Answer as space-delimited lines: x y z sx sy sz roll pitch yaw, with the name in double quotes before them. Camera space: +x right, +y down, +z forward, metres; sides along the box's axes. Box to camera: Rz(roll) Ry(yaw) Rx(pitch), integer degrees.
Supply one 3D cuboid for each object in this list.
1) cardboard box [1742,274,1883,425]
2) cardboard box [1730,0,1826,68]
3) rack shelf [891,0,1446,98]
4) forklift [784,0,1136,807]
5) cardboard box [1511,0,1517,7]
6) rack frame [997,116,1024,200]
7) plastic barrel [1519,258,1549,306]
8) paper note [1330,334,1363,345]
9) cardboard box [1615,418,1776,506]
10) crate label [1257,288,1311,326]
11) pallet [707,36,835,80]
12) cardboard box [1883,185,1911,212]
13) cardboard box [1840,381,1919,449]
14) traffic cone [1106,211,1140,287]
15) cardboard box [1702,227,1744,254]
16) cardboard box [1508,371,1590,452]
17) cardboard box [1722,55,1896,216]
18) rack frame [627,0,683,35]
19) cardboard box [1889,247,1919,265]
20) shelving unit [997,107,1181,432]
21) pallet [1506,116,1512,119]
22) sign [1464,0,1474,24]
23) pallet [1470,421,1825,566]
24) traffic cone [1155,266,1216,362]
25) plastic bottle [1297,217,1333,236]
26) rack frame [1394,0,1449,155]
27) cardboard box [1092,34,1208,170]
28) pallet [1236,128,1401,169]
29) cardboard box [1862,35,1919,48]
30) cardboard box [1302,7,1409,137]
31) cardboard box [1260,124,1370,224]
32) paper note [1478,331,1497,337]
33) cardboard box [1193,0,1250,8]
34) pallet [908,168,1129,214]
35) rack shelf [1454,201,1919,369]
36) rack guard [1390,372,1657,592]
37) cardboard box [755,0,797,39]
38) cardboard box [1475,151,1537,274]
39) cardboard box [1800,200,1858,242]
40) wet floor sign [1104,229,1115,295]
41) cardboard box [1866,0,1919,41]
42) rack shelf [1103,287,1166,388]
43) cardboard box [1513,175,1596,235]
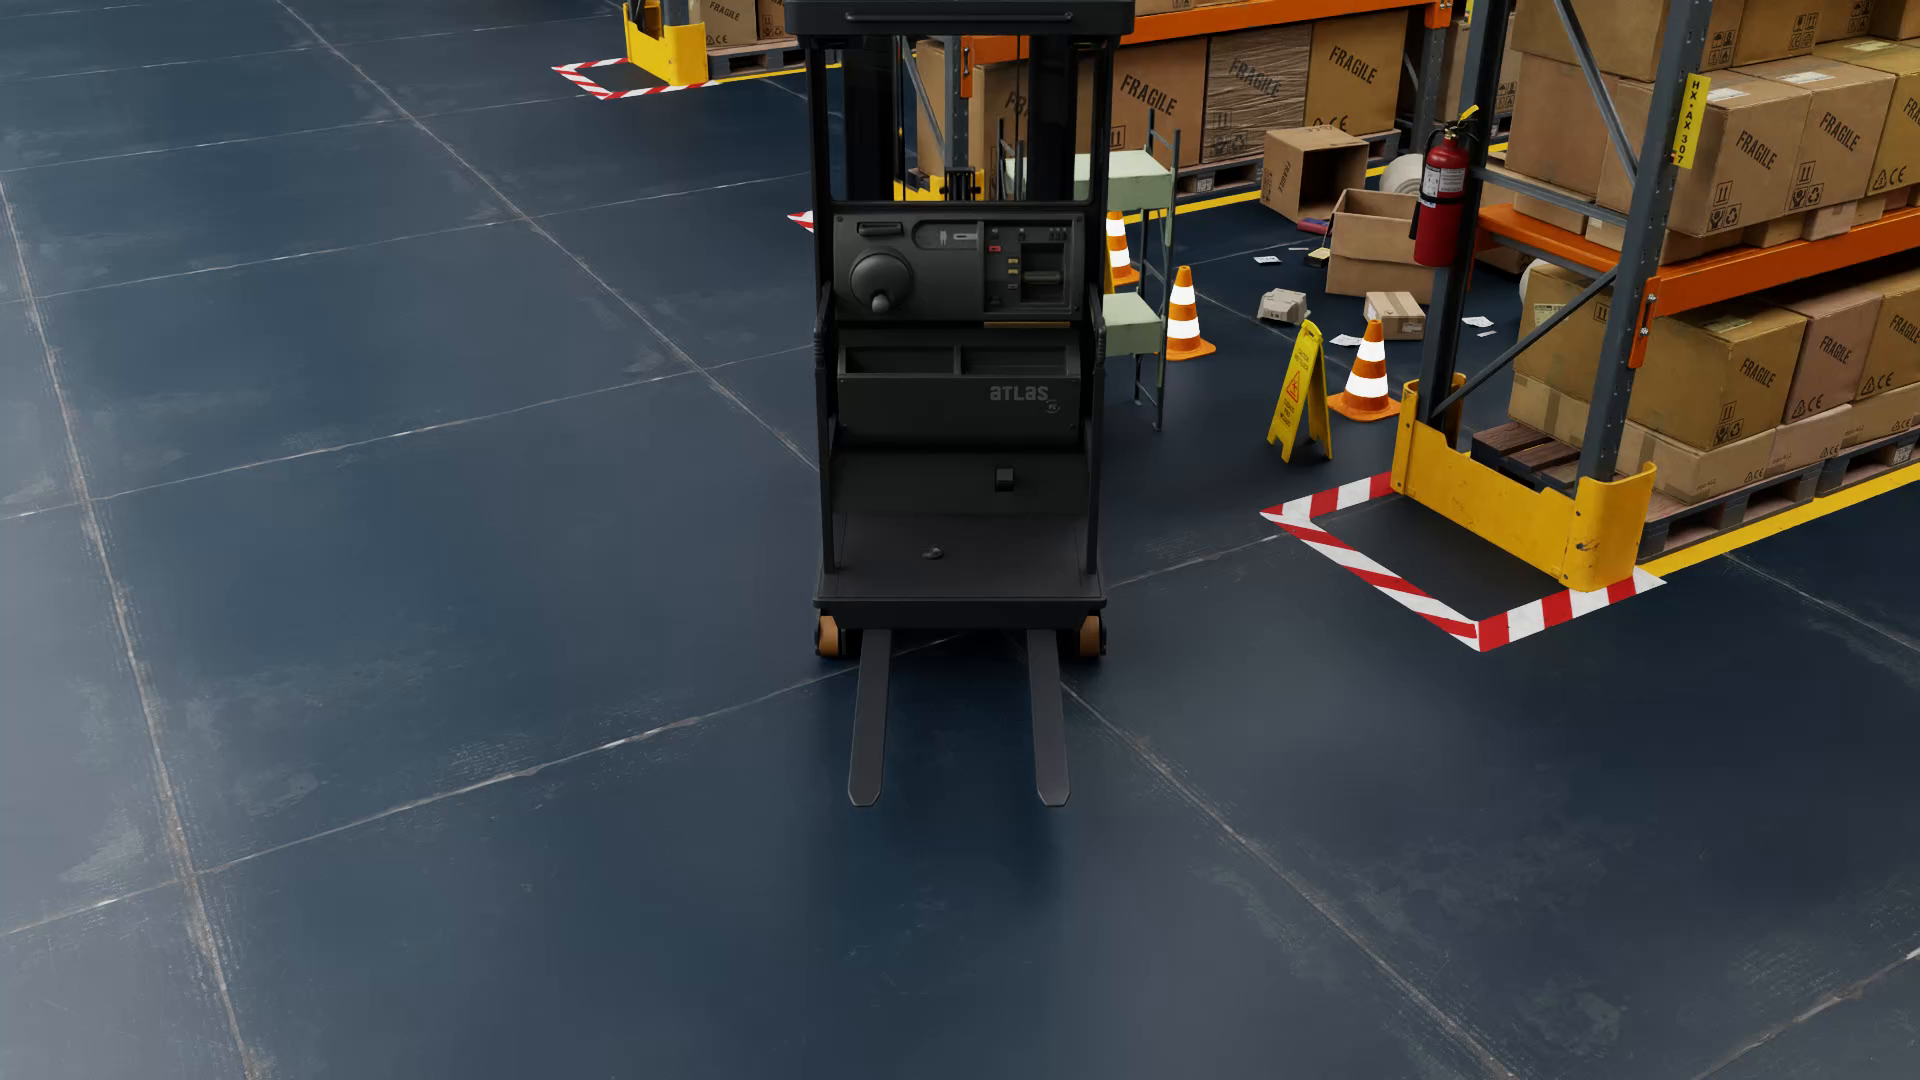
"cardboard box" 3.651 -0.879 7.373 0.500 0.500 0.500 -17 33 -28
"cardboard box" 3.116 -2.301 6.868 0.500 0.500 0.700 -16 32 -26
"rack shelf" 1.476 -3.564 11.349 4.000 0.370 1.077 -16 33 -26
"forklift" -0.001 -0.979 5.990 1.130 2.935 3.031 0 29 0
"cardboard box" 4.523 -3.992 13.272 0.750 0.750 1.050 -16 33 -26
"rack frame" 0.228 -1.211 7.892 0.023 1.500 0.400 -6 29 -11
"plastic barrel" 3.360 -1.361 9.277 0.421 0.421 0.512 5 29 8
"paper note" 2.153 -1.113 9.235 0.148 0.019 0.142 22 36 34
"cardboard box" 3.182 -0.415 7.308 0.500 0.250 0.500 -16 33 -27
"crate label" 1.854 -1.339 9.535 0.250 0.136 0.298 15 32 26
"pallet" -1.890 -4.462 15.118 1.213 0.211 1.003 -16 33 -26
"cardboard box" 3.870 -1.548 7.211 0.250 0.149 0.380 -15 32 -25
"cardboard box" 4.090 -0.675 7.780 0.500 0.250 0.500 -14 32 -23
"traffic cone" 0.929 -1.817 10.064 0.334 0.463 0.336 -16 33 -26
"cardboard box" 2.955 -1.307 6.774 0.250 0.149 0.380 -15 32 -26
"cardboard box" 2.928 -0.648 7.731 0.500 0.250 0.500 -16 33 -27
"cardboard box" 3.340 -1.655 6.733 0.500 0.500 0.500 -15 32 -25
"rack frame" -2.674 -5.481 14.077 0.127 3.000 1.000 -16 33 -26
"cardboard box" 4.544 -1.133 7.833 0.500 0.500 0.500 -14 32 -24
"shelving unit" 0.585 -1.249 7.961 0.755 1.500 0.431 -6 29 -11
"pallet" 4.880 -3.669 13.679 1.213 0.211 1.003 -16 33 -26
"sign" 2.082 -2.234 6.668 0.005 0.325 0.100 -16 33 -26
"pallet" 3.130 -0.334 7.637 1.213 0.211 1.003 -16 33 -26
"traffic cone" 1.208 -1.263 9.060 0.334 0.463 0.336 -16 33 -26
"plastic bottle" 2.369 -2.049 10.899 0.283 0.061 0.133 22 36 34
"rack frame" 3.200 -4.369 12.062 0.127 3.000 1.000 -16 33 -26
"cardboard box" 1.060 -3.053 11.442 0.875 0.875 0.875 -16 33 -27
"pallet" 2.505 -2.994 12.457 1.213 0.211 1.003 -16 33 -26
"cardboard box" 4.213 -1.908 7.191 0.500 0.500 0.500 -17 33 -27
"cardboard box" 2.622 -3.498 12.248 0.875 0.875 0.875 -15 32 -26
"cardboard box" 2.382 -2.468 11.202 0.500 0.500 0.500 -10 30 -18
"paper note" 2.961 -1.159 9.340 0.123 0.001 0.032 -16 33 -26
"cardboard box" 1.494 -3.940 11.131 0.500 0.550 0.875 -16 33 -26
"pallet" 0.401 -2.397 11.375 1.213 0.211 1.003 -16 33 -26
"rack shelf" 4.071 -1.527 7.657 4.000 0.370 1.077 -16 33 -26
"rack guard" 2.412 -0.276 7.234 0.348 0.500 1.175 -16 33 -26
"cardboard box" -1.629 -4.877 15.134 0.500 0.500 0.500 -8 30 -13
"cardboard box" 3.380 -2.036 10.278 0.503 0.637 0.797 -16 33 -26
"cardboard box" 3.466 -1.381 6.908 0.250 0.149 0.380 -15 32 -26
"wet floor sign" 0.730 -1.527 9.349 0.232 0.644 0.267 -22 36 -35
"cardboard box" 4.004 -2.533 7.289 0.500 0.500 0.700 -16 33 -27
"rack shelf" 0.585 -0.964 8.119 0.720 0.370 0.431 -6 29 -11
"cardboard box" 2.560 -1.423 6.984 0.250 0.149 0.380 -15 32 -25
